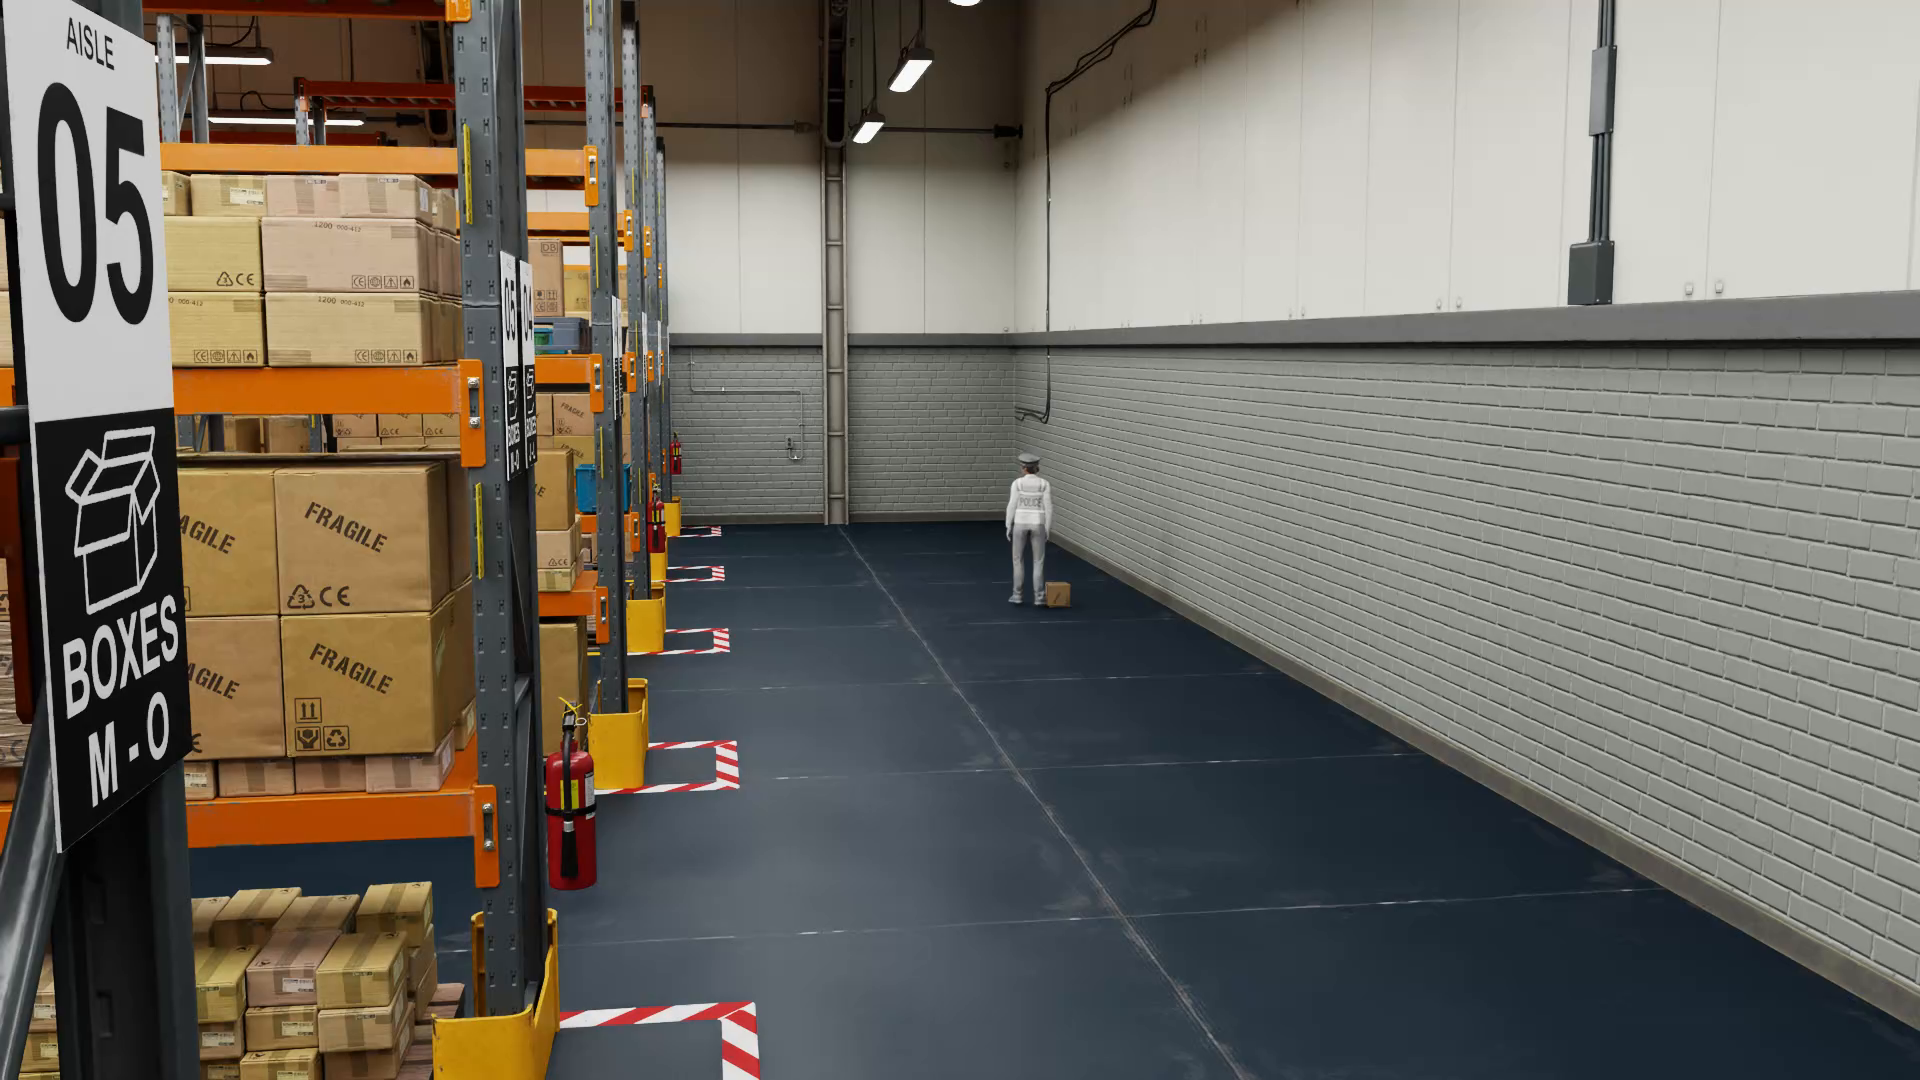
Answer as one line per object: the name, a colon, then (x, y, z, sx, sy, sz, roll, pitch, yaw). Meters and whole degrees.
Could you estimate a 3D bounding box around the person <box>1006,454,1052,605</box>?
person: (0.769, -0.119, 18.502, 0.520, 1.675, 0.411, 0, 7, 1)
